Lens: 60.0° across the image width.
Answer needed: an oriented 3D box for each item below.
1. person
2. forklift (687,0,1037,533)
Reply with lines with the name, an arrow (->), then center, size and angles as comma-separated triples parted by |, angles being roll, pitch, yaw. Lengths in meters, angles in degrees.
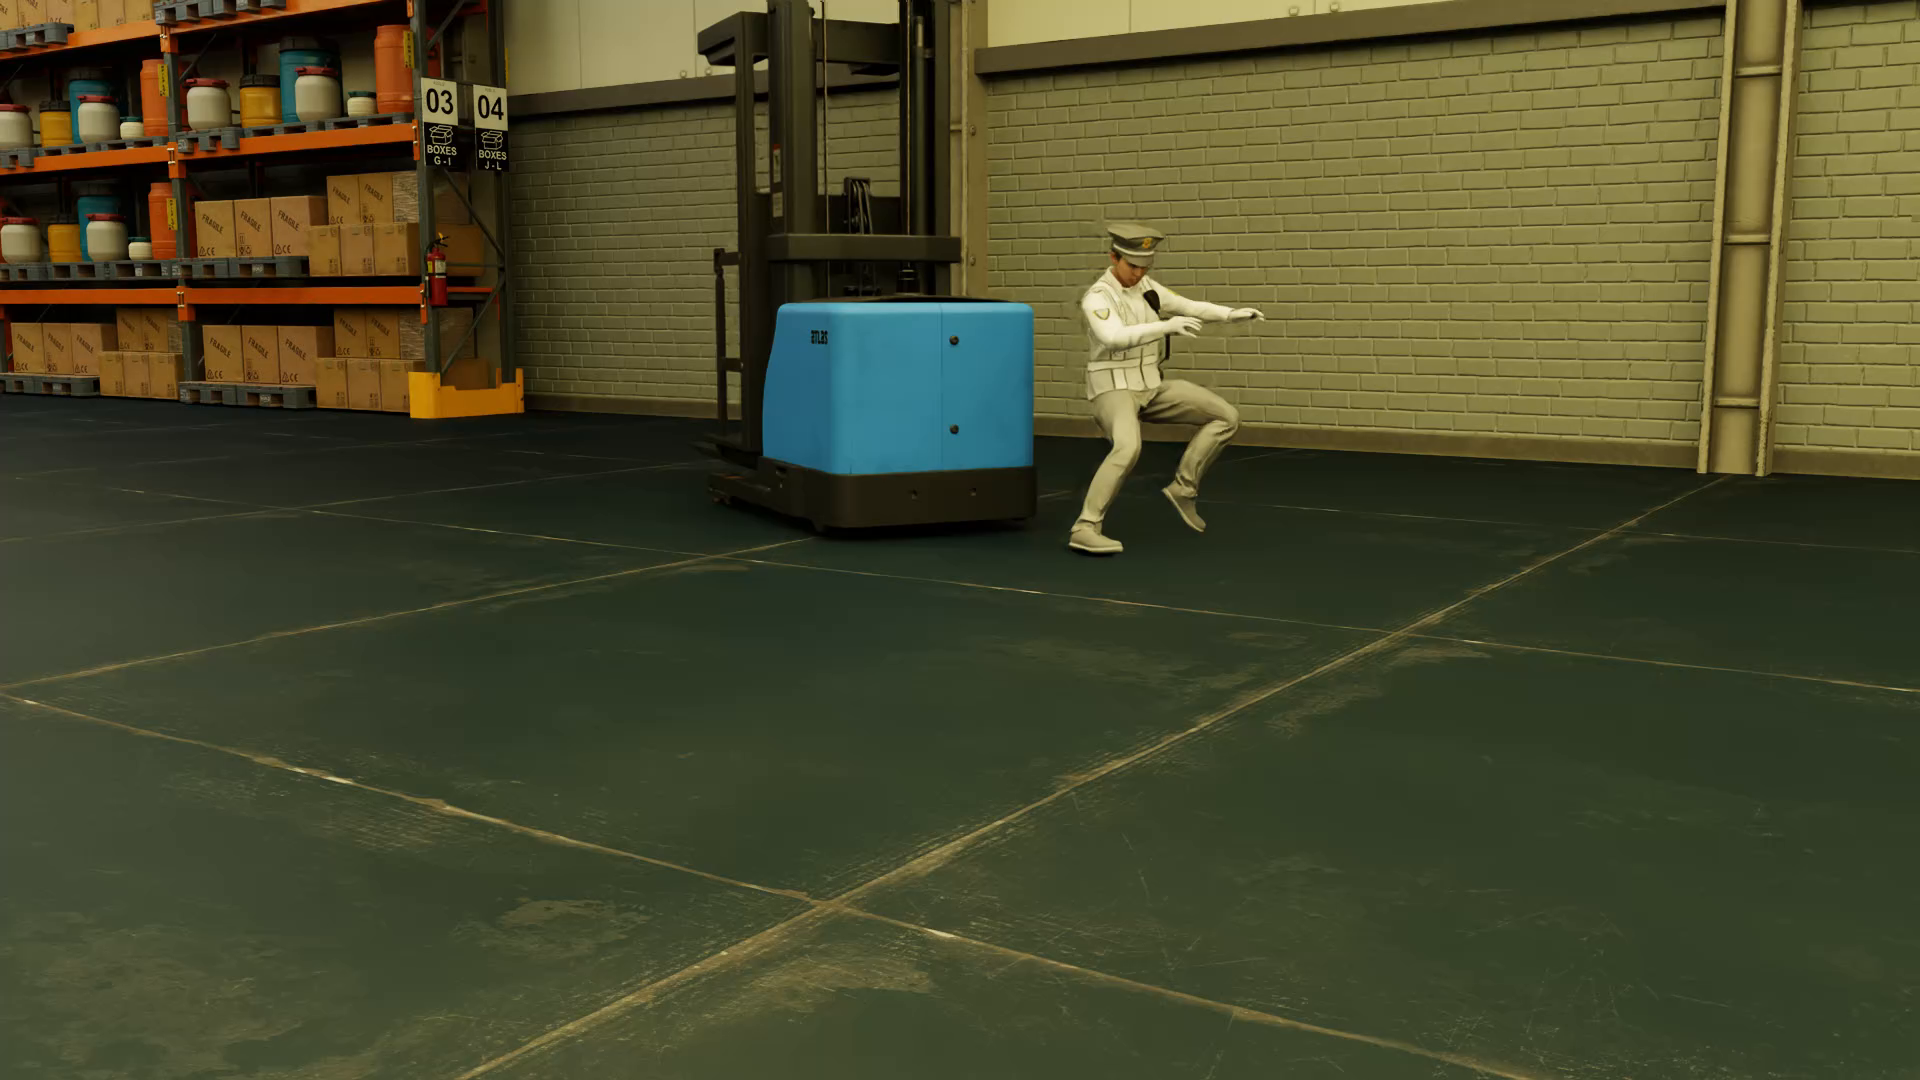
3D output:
person -> 0.855, -0.692, 7.391 | 0.921, 1.415, 0.721 | -6, 10, -37
forklift -> -0.721, -1.652, 8.813 | 1.130, 2.935, 3.031 | -4, 9, -25
